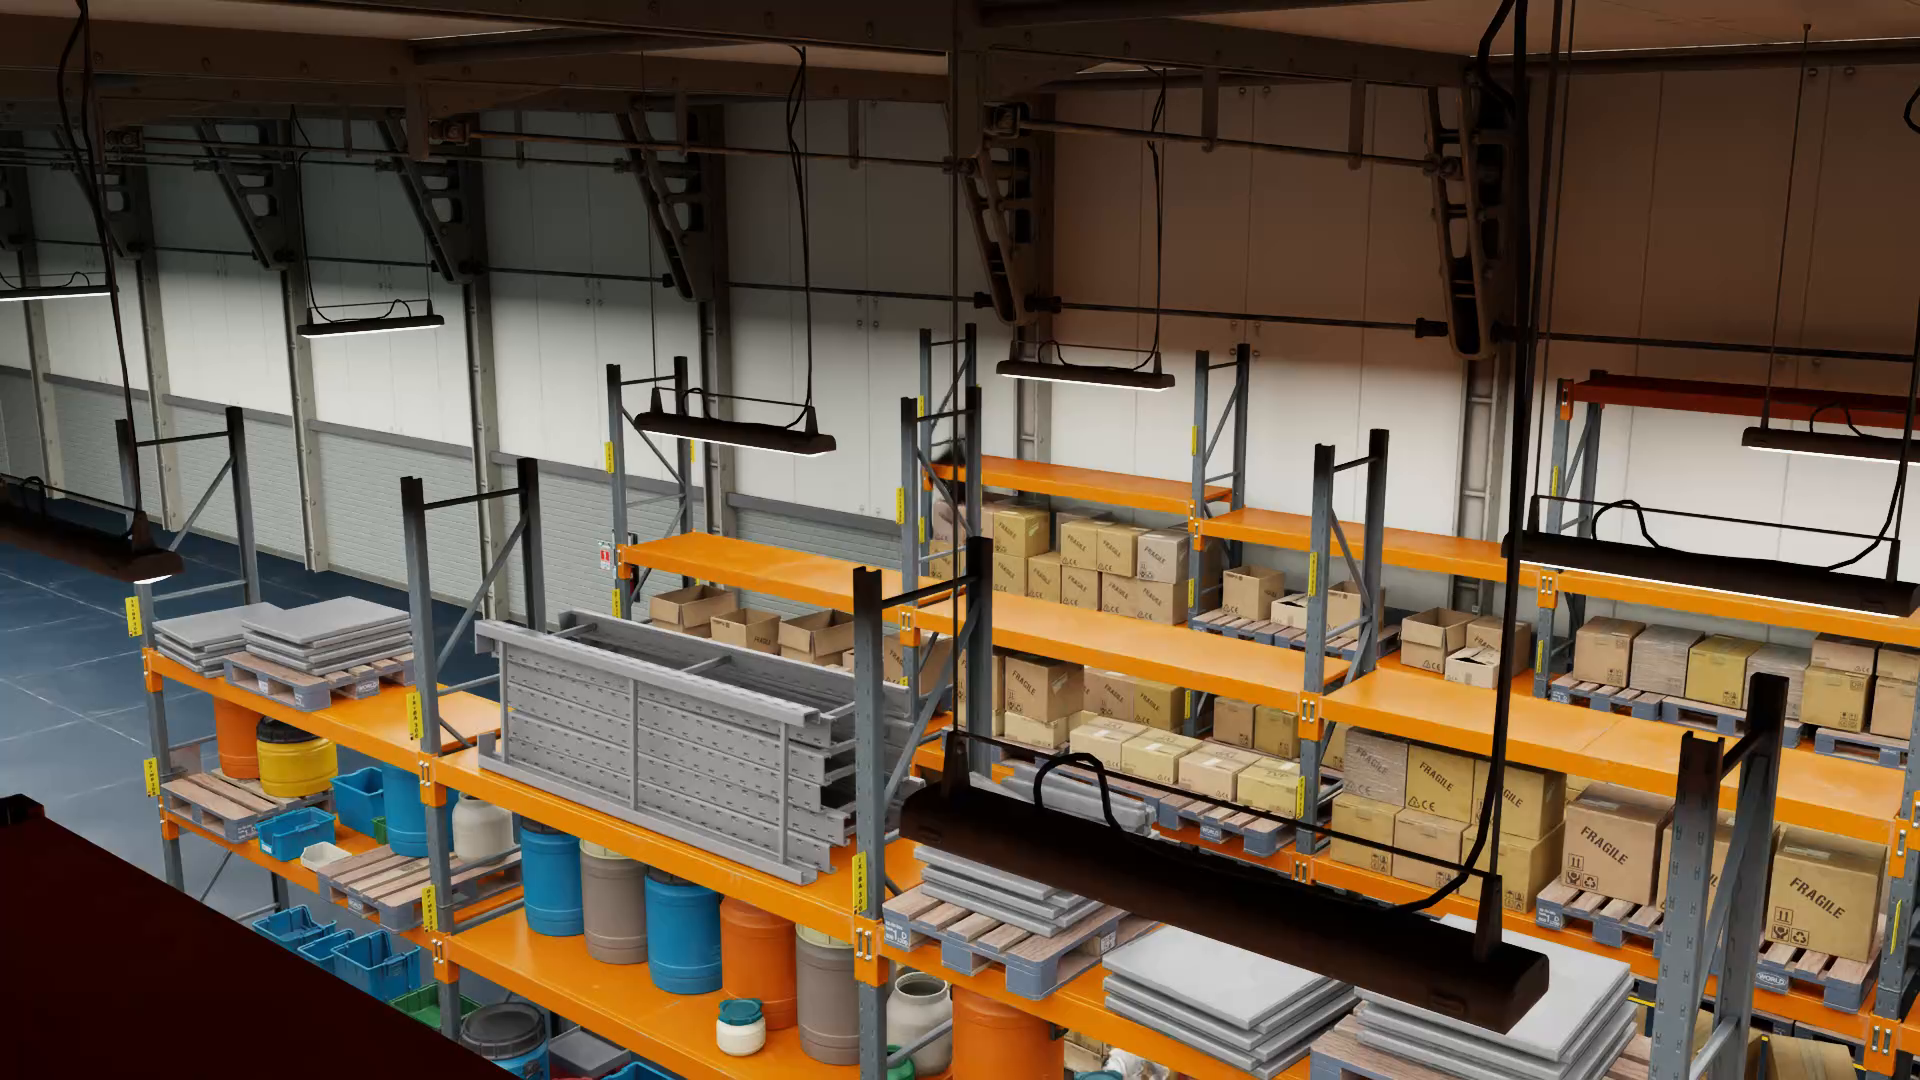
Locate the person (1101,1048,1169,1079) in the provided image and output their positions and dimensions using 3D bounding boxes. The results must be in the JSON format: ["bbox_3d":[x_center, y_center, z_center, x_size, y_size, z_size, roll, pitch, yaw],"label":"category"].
[{"bbox_3d":[1.251,4.422,12.802,0.653,1.678,0.578,8,15,31],"label":"person"}]
